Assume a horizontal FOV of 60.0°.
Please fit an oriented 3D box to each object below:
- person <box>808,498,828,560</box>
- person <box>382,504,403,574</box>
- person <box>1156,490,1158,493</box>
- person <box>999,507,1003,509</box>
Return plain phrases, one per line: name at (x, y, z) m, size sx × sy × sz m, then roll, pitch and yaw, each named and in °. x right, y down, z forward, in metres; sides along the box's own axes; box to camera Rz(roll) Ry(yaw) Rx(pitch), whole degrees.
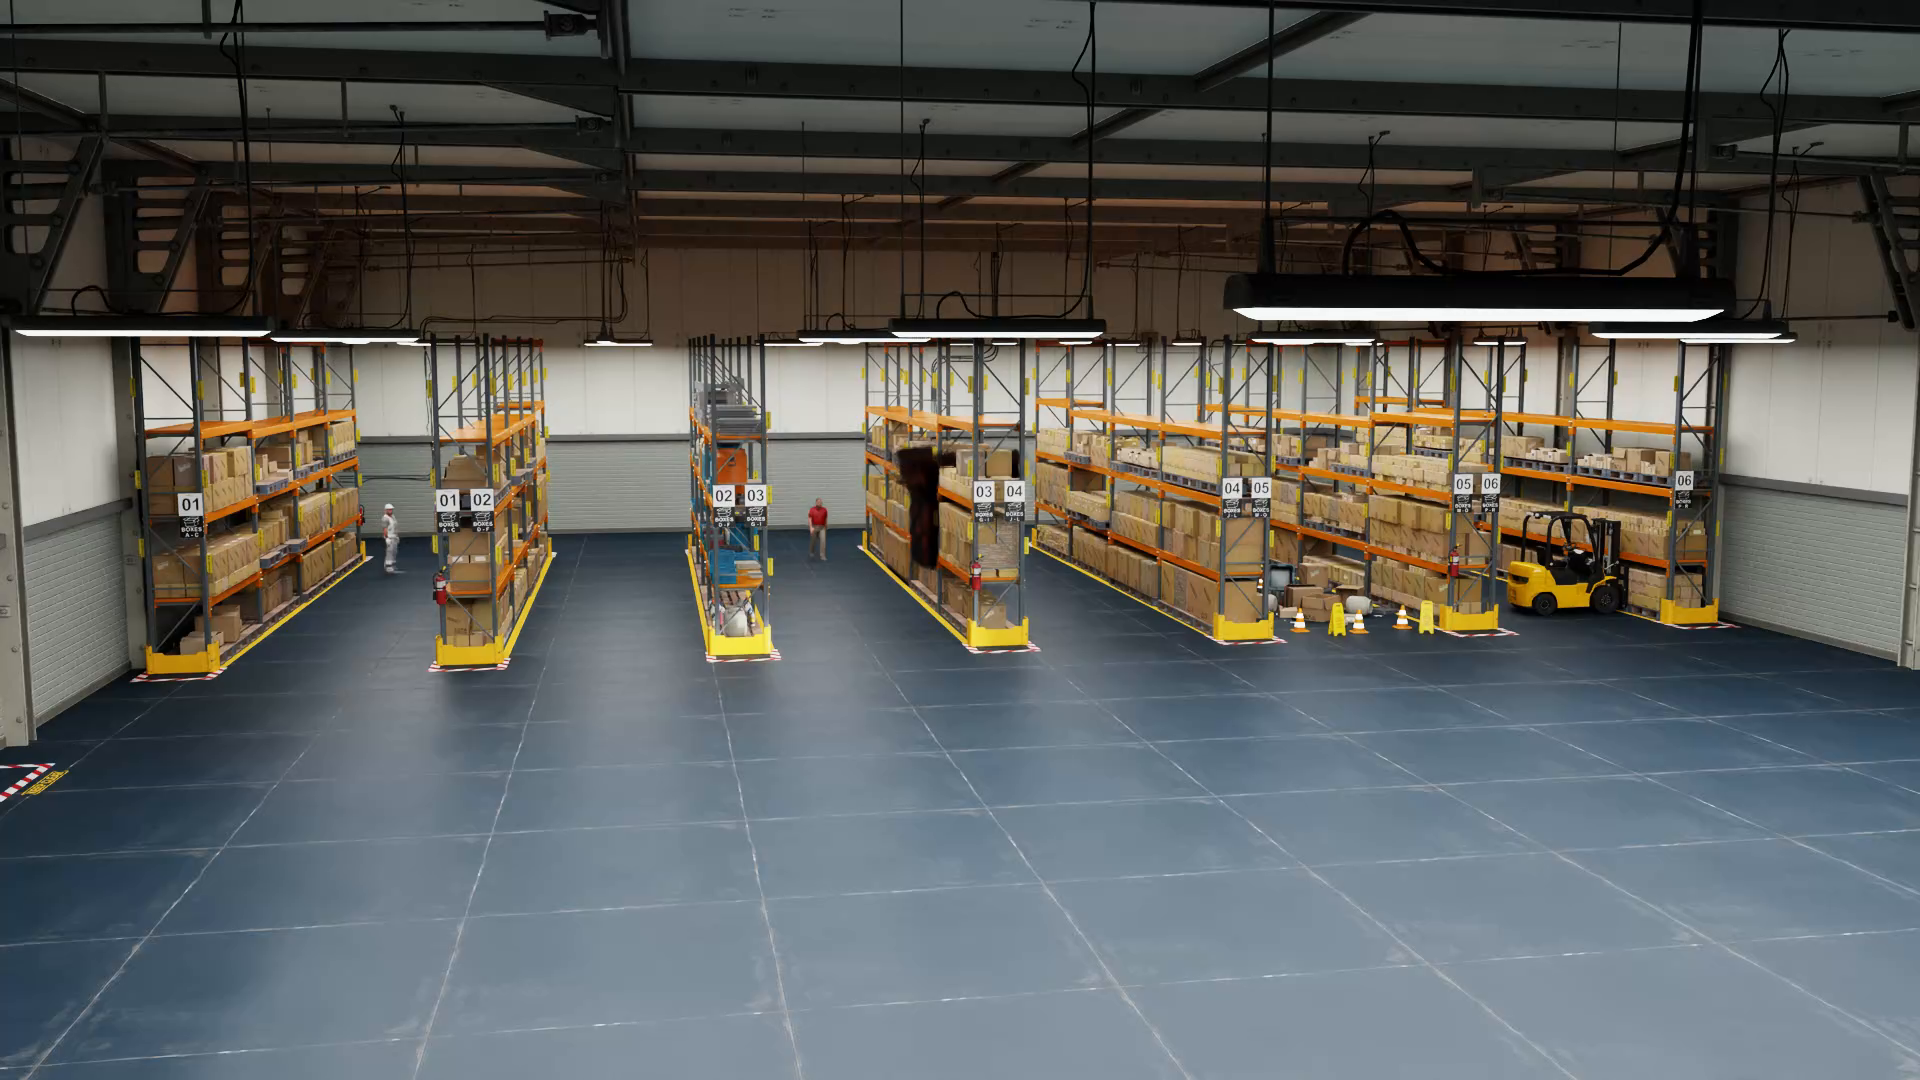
person at (-3.855, -0.298, 45.265) m, size 0.558 × 1.684 × 0.982 m, roll -2°, pitch 7°, yaw -16°
person at (-14.502, -0.025, 42.451) m, size 0.383 × 1.811 × 0.568 m, roll 0°, pitch 7°, yaw -1°
person at (5.734, -0.588, 47.971) m, size 0.365 × 1.732 × 0.502 m, roll -3°, pitch 7°, yaw -24°
person at (0.952, -0.026, 39.919) m, size 0.624 × 1.752 × 0.964 m, roll -1°, pitch 7°, yaw -11°
